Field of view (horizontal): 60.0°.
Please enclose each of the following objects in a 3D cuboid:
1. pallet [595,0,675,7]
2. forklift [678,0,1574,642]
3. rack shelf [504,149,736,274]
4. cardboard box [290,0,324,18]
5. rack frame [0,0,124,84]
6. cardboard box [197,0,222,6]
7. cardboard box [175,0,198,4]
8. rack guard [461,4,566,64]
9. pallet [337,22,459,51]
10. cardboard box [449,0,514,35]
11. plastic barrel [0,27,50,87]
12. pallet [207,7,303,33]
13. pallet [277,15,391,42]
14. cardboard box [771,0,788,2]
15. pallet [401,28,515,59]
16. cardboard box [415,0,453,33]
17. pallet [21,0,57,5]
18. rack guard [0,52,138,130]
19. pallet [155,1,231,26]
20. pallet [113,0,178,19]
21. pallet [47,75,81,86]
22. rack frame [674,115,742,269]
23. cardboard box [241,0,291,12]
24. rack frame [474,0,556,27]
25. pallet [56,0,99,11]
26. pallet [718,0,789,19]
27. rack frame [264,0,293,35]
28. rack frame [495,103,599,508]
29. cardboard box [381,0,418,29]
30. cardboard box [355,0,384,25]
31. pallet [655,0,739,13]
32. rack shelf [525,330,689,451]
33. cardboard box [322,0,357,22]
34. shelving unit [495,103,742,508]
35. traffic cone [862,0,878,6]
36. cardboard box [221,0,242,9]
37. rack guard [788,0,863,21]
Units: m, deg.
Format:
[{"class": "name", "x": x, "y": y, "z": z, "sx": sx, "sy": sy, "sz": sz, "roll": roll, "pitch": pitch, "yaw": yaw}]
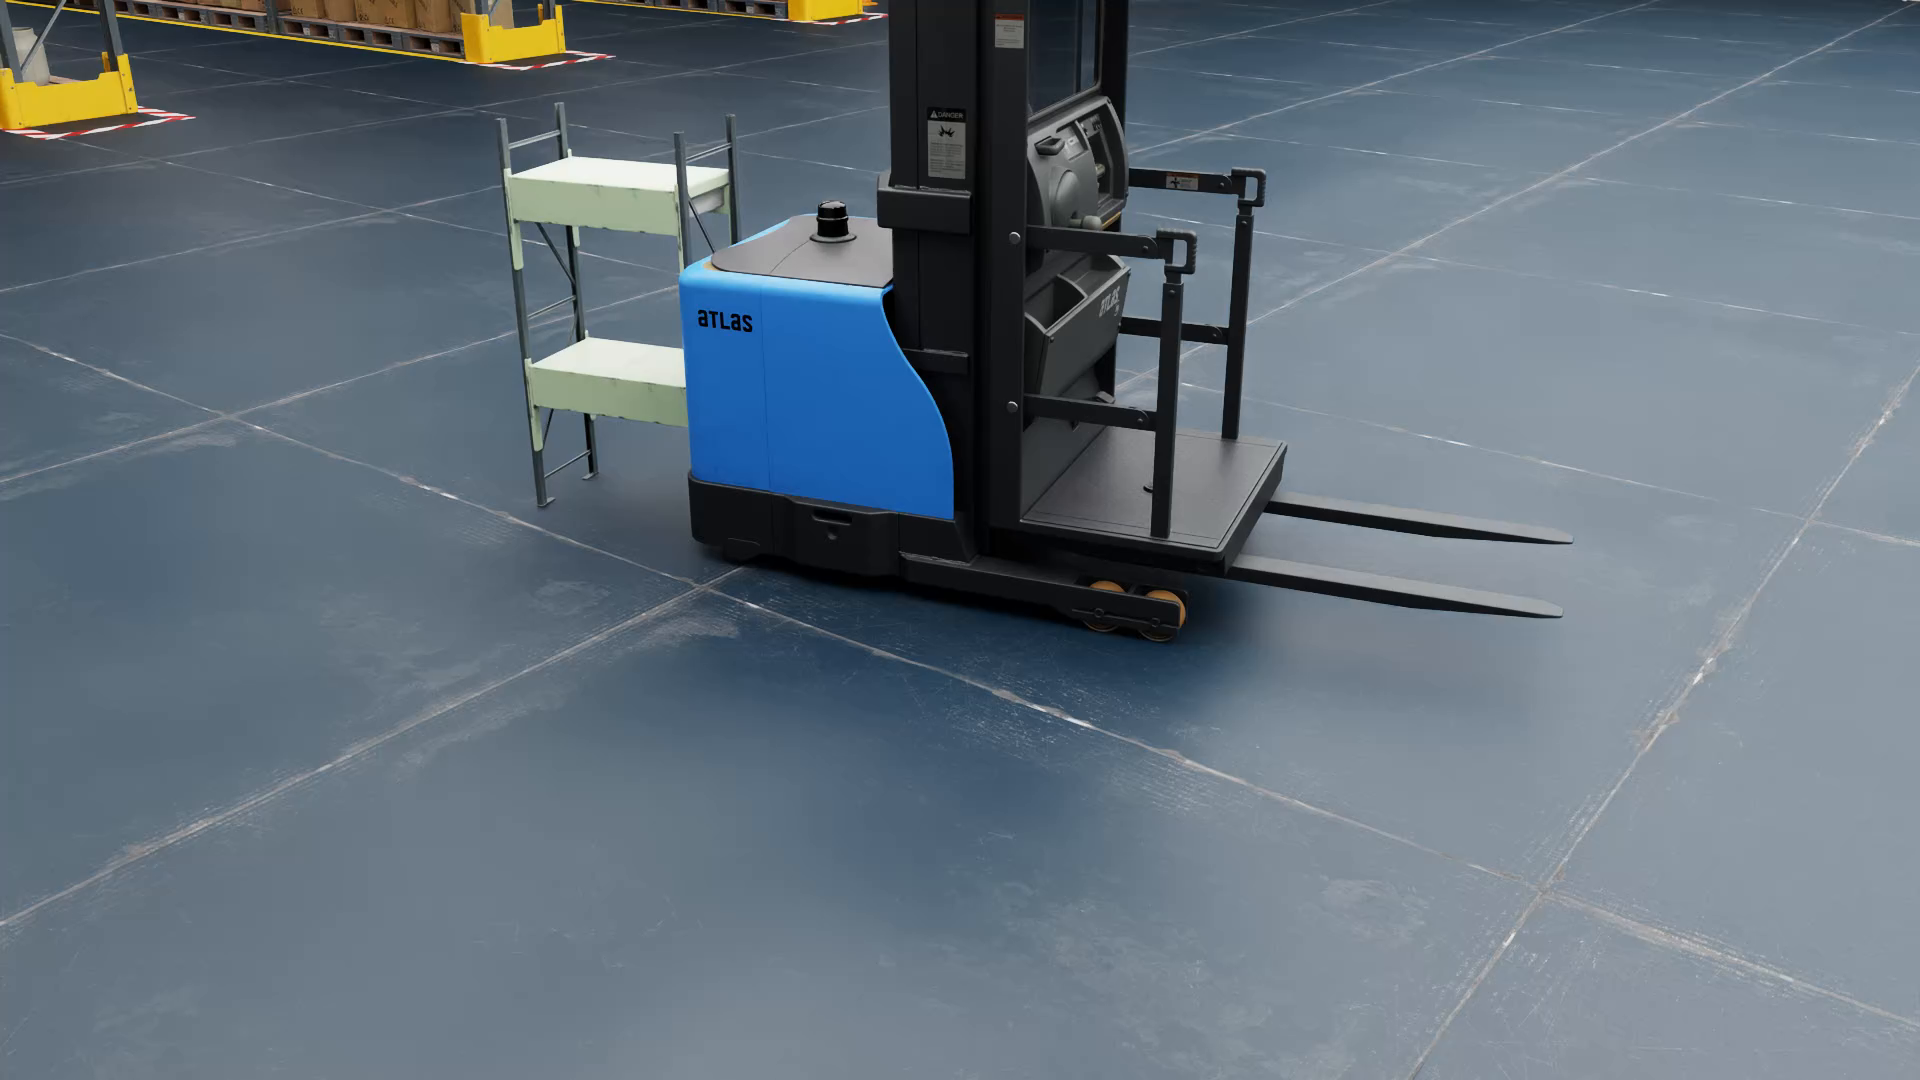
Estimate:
[{"class": "pallet", "x": -4.420, "y": -7.753, "z": 23.585, "sx": 1.213, "sy": 0.211, "sz": 1.003, "roll": 17, "pitch": 29, "yaw": 33}, {"class": "forklift", "x": 0.583, "y": -1.249, "z": 5.449, "sx": 3.031, "sy": 2.935, "sz": 1.130, "roll": 9, "pitch": 25, "yaw": 20}, {"class": "rack shelf", "x": -1.238, "y": -1.192, "z": 6.128, "sx": 0.720, "sy": 0.370, "sz": 0.431, "roll": 9, "pitch": 25, "yaw": 20}, {"class": "cardboard box", "x": -7.741, "y": -6.601, "z": 20.091, "sx": 0.500, "sy": 0.500, "sz": 0.500, "roll": 16, "pitch": 28, "yaw": 32}, {"class": "rack frame", "x": -7.807, "y": -5.097, "z": 14.099, "sx": 0.127, "sy": 3.000, "sz": 1.000, "roll": 17, "pitch": 29, "yaw": 33}, {"class": "cardboard box", "x": -9.333, "y": -7.132, "z": 21.271, "sx": 0.500, "sy": 0.500, "sz": 0.700, "roll": 14, "pitch": 27, "yaw": 29}, {"class": "cardboard box", "x": -9.780, "y": -7.267, "z": 21.577, "sx": 0.500, "sy": 0.500, "sz": 0.700, "roll": 20, "pitch": 31, "yaw": 38}, {"class": "rack guard", "x": -4.897, "y": -5.570, "z": 18.271, "sx": 0.348, "sy": 0.500, "sz": 1.175, "roll": 17, "pitch": 29, "yaw": 33}, {"class": "pallet", "x": -6.498, "y": -5.941, "z": 19.471, "sx": 1.213, "sy": 0.211, "sz": 1.003, "roll": 17, "pitch": 29, "yaw": 33}, {"class": "cardboard box", "x": -5.326, "y": -5.900, "z": 18.500, "sx": 0.500, "sy": 0.500, "sz": 0.500, "roll": -20, "pitch": 31, "yaw": -38}, {"class": "plastic barrel", "x": -8.379, "y": -4.285, "z": 14.821, "sx": 0.421, "sy": 0.512, "sz": 0.421, "roll": 0, "pitch": 24, "yaw": 0}, {"class": "pallet", "x": -8.661, "y": -6.574, "z": 20.909, "sx": 1.213, "sy": 0.211, "sz": 1.003, "roll": 17, "pitch": 29, "yaw": 33}, {"class": "pallet", "x": -7.478, "y": -6.235, "z": 20.140, "sx": 1.213, "sy": 0.211, "sz": 1.003, "roll": 17, "pitch": 29, "yaw": 33}, {"class": "cardboard box", "x": -2.363, "y": -7.634, "z": 21.970, "sx": 0.875, "sy": 0.875, "sz": 0.875, "roll": 17, "pitch": 29, "yaw": 34}, {"class": "pallet", "x": -5.526, "y": -5.645, "z": 18.801, "sx": 1.213, "sy": 0.211, "sz": 1.003, "roll": 17, "pitch": 29, "yaw": 33}, {"class": "cardboard box", "x": -5.825, "y": -6.033, "z": 18.803, "sx": 0.500, "sy": 0.500, "sz": 0.500, "roll": -17, "pitch": 29, "yaw": -34}, {"class": "pallet", "x": -12.795, "y": -7.864, "z": 23.836, "sx": 1.213, "sy": 0.211, "sz": 1.003, "roll": 17, "pitch": 29, "yaw": 33}, {"class": "rack guard", "x": -7.896, "y": -3.957, "z": 14.610, "sx": 0.348, "sy": 0.500, "sz": 1.175, "roll": 17, "pitch": 29, "yaw": 33}, {"class": "pallet", "x": -9.641, "y": -6.869, "z": 21.578, "sx": 1.213, "sy": 0.211, "sz": 1.003, "roll": 17, "pitch": 29, "yaw": 33}, {"class": "pallet", "x": -10.613, "y": -7.164, "z": 22.248, "sx": 1.213, "sy": 0.211, "sz": 1.003, "roll": 17, "pitch": 29, "yaw": 33}, {"class": "pallet", "x": -8.542, "y": -4.023, "z": 15.118, "sx": 1.213, "sy": 0.211, "sz": 1.003, "roll": 17, "pitch": 29, "yaw": 33}, {"class": "rack frame", "x": -0.898, "y": -0.781, "z": 6.162, "sx": 0.023, "sy": 1.500, "sz": 0.400, "roll": 9, "pitch": 25, "yaw": 20}, {"class": "cardboard box", "x": -8.515, "y": -6.875, "z": 20.689, "sx": 0.500, "sy": 0.500, "sz": 0.700, "roll": 14, "pitch": 28, "yaw": 29}, {"class": "rack frame", "x": -4.836, "y": -6.695, "z": 17.725, "sx": 0.127, "sy": 3.000, "sz": 1.000, "roll": 17, "pitch": 29, "yaw": 33}, {"class": "pallet", "x": -11.823, "y": -7.569, "z": 23.166, "sx": 1.213, "sy": 0.211, "sz": 1.003, "roll": 17, "pitch": 29, "yaw": 33}, {"class": "pallet", "x": -2.467, "y": -7.163, "z": 22.246, "sx": 1.213, "sy": 0.211, "sz": 1.003, "roll": 17, "pitch": 29, "yaw": 33}, {"class": "rack frame", "x": -8.037, "y": -7.663, "z": 19.921, "sx": 0.127, "sy": 3.000, "sz": 1.000, "roll": 17, "pitch": 29, "yaw": 33}, {"class": "rack frame", "x": -1.578, "y": -0.890, "z": 6.409, "sx": 0.023, "sy": 1.500, "sz": 0.400, "roll": 9, "pitch": 25, "yaw": 20}, {"class": "cardboard box", "x": -6.314, "y": -6.191, "z": 19.160, "sx": 0.500, "sy": 0.500, "sz": 0.500, "roll": 20, "pitch": 31, "yaw": 38}, {"class": "cardboard box", "x": -6.734, "y": -6.340, "z": 19.499, "sx": 0.500, "sy": 0.500, "sz": 0.500, "roll": 14, "pitch": 27, "yaw": 29}, {"class": "pallet", "x": -3.439, "y": -7.458, "z": 22.916, "sx": 1.213, "sy": 0.211, "sz": 1.003, "roll": 17, "pitch": 29, "yaw": 33}, {"class": "rack shelf", "x": -1.238, "y": -0.537, "z": 6.417, "sx": 0.720, "sy": 0.370, "sz": 0.431, "roll": 9, "pitch": 25, "yaw": 20}, {"class": "cardboard box", "x": -7.278, "y": -6.465, "z": 19.783, "sx": 0.500, "sy": 0.500, "sz": 0.500, "roll": -16, "pitch": 28, "yaw": -31}, {"class": "shelving unit", "x": -1.238, "y": -0.835, "z": 6.286, "sx": 0.755, "sy": 1.500, "sz": 0.431, "roll": 9, "pitch": 25, "yaw": 20}, {"class": "traffic cone", "x": -1.354, "y": -7.697, "z": 23.145, "sx": 0.334, "sy": 0.463, "sz": 0.336, "roll": 17, "pitch": 29, "yaw": 33}, {"class": "cardboard box", "x": -8.886, "y": -6.997, "z": 20.964, "sx": 0.500, "sy": 0.500, "sz": 0.700, "roll": 17, "pitch": 29, "yaw": 33}, {"class": "rack guard", "x": -1.761, "y": -7.121, "z": 21.793, "sx": 0.348, "sy": 0.500, "sz": 1.175, "roll": 17, "pitch": 29, "yaw": 33}]
